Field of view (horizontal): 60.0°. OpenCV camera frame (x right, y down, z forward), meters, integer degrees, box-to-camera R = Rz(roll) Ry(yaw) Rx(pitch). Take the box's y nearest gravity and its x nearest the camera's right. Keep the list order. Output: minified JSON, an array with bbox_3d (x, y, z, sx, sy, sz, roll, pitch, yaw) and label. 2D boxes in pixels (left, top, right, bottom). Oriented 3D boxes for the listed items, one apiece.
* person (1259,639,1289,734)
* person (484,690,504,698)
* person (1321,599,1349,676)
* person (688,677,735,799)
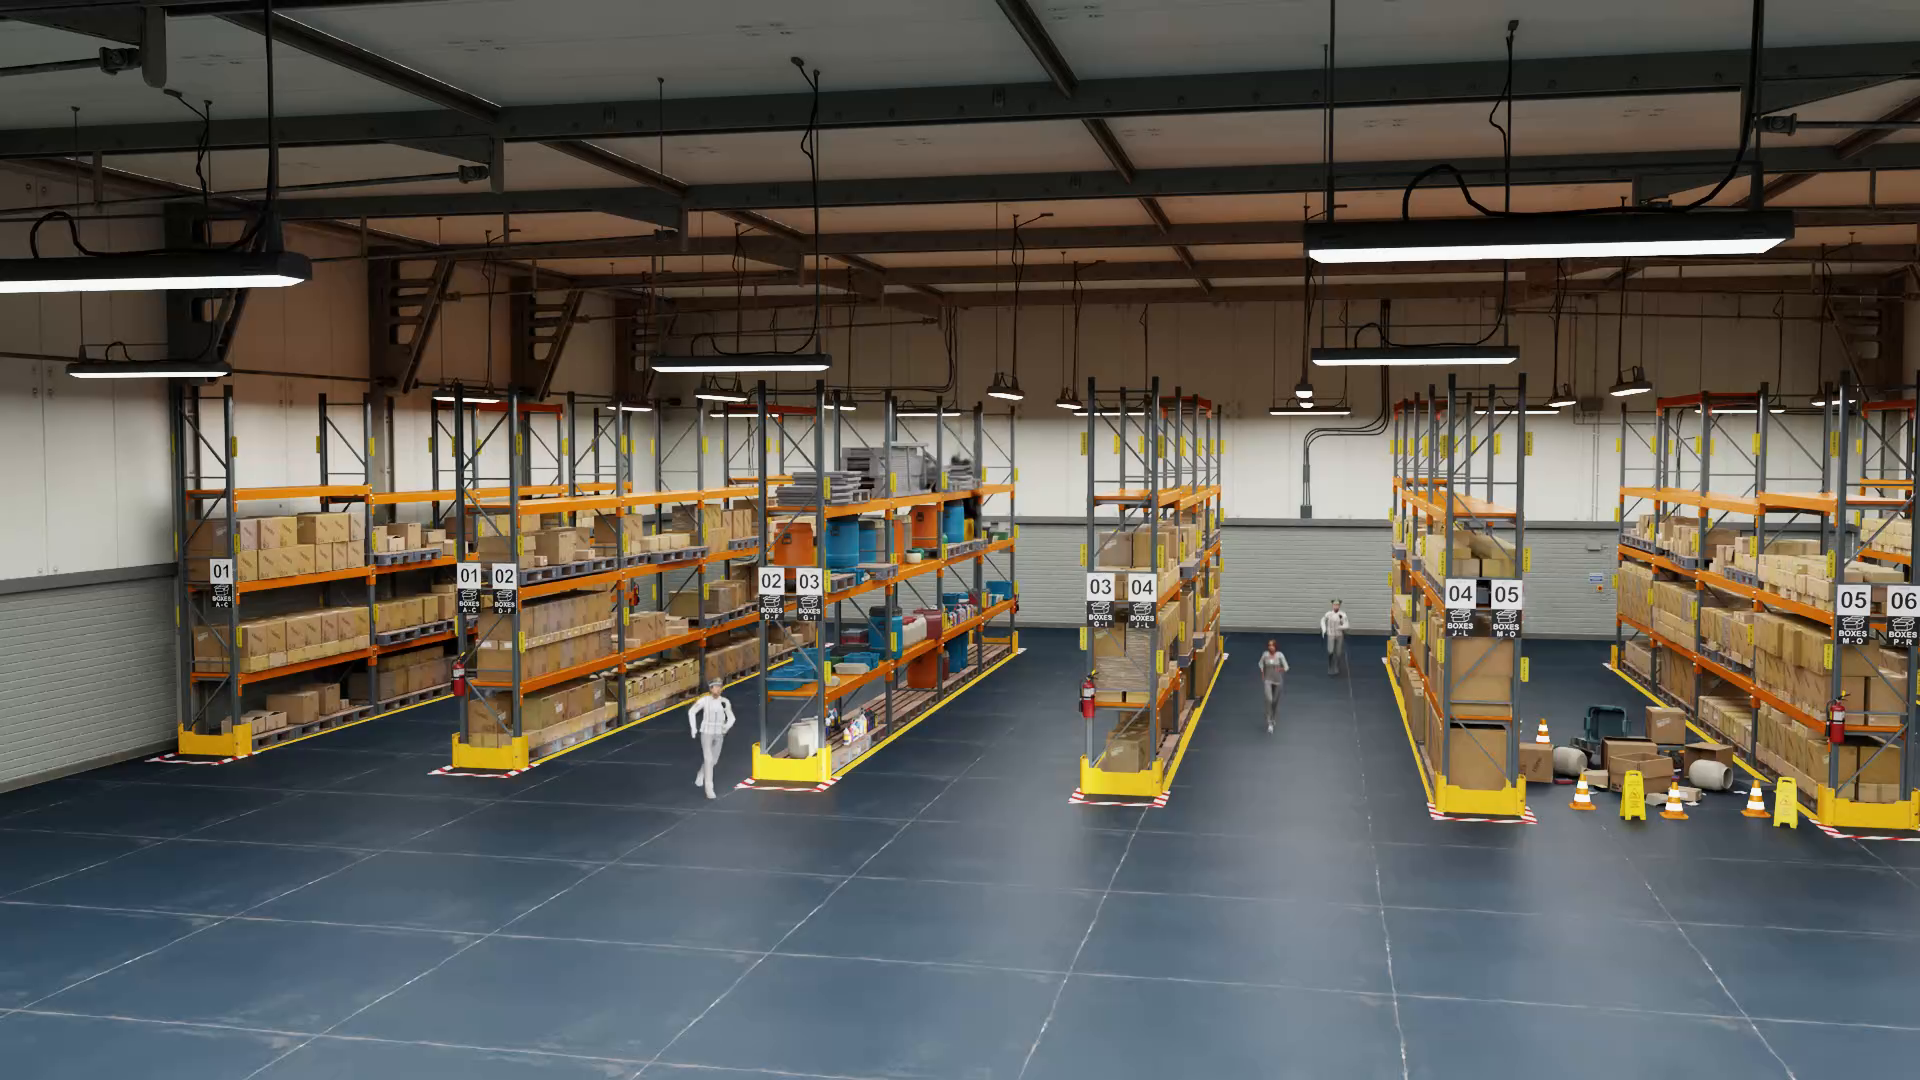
[{"bbox_3d":[5.544,2.565,29.389,0.520,1.606,0.810,0,3,9],"label":"person"},{"bbox_3d":[-8.502,2.437,30.434,0.660,1.723,0.626,0,3,5],"label":"person"},{"bbox_3d":[8.202,2.121,36.377,0.587,1.691,0.666,1,3,11],"label":"person"},{"bbox_3d":[-3.557,2.831,24.019,0.649,1.683,0.768,-1,4,-24],"label":"person"}]
